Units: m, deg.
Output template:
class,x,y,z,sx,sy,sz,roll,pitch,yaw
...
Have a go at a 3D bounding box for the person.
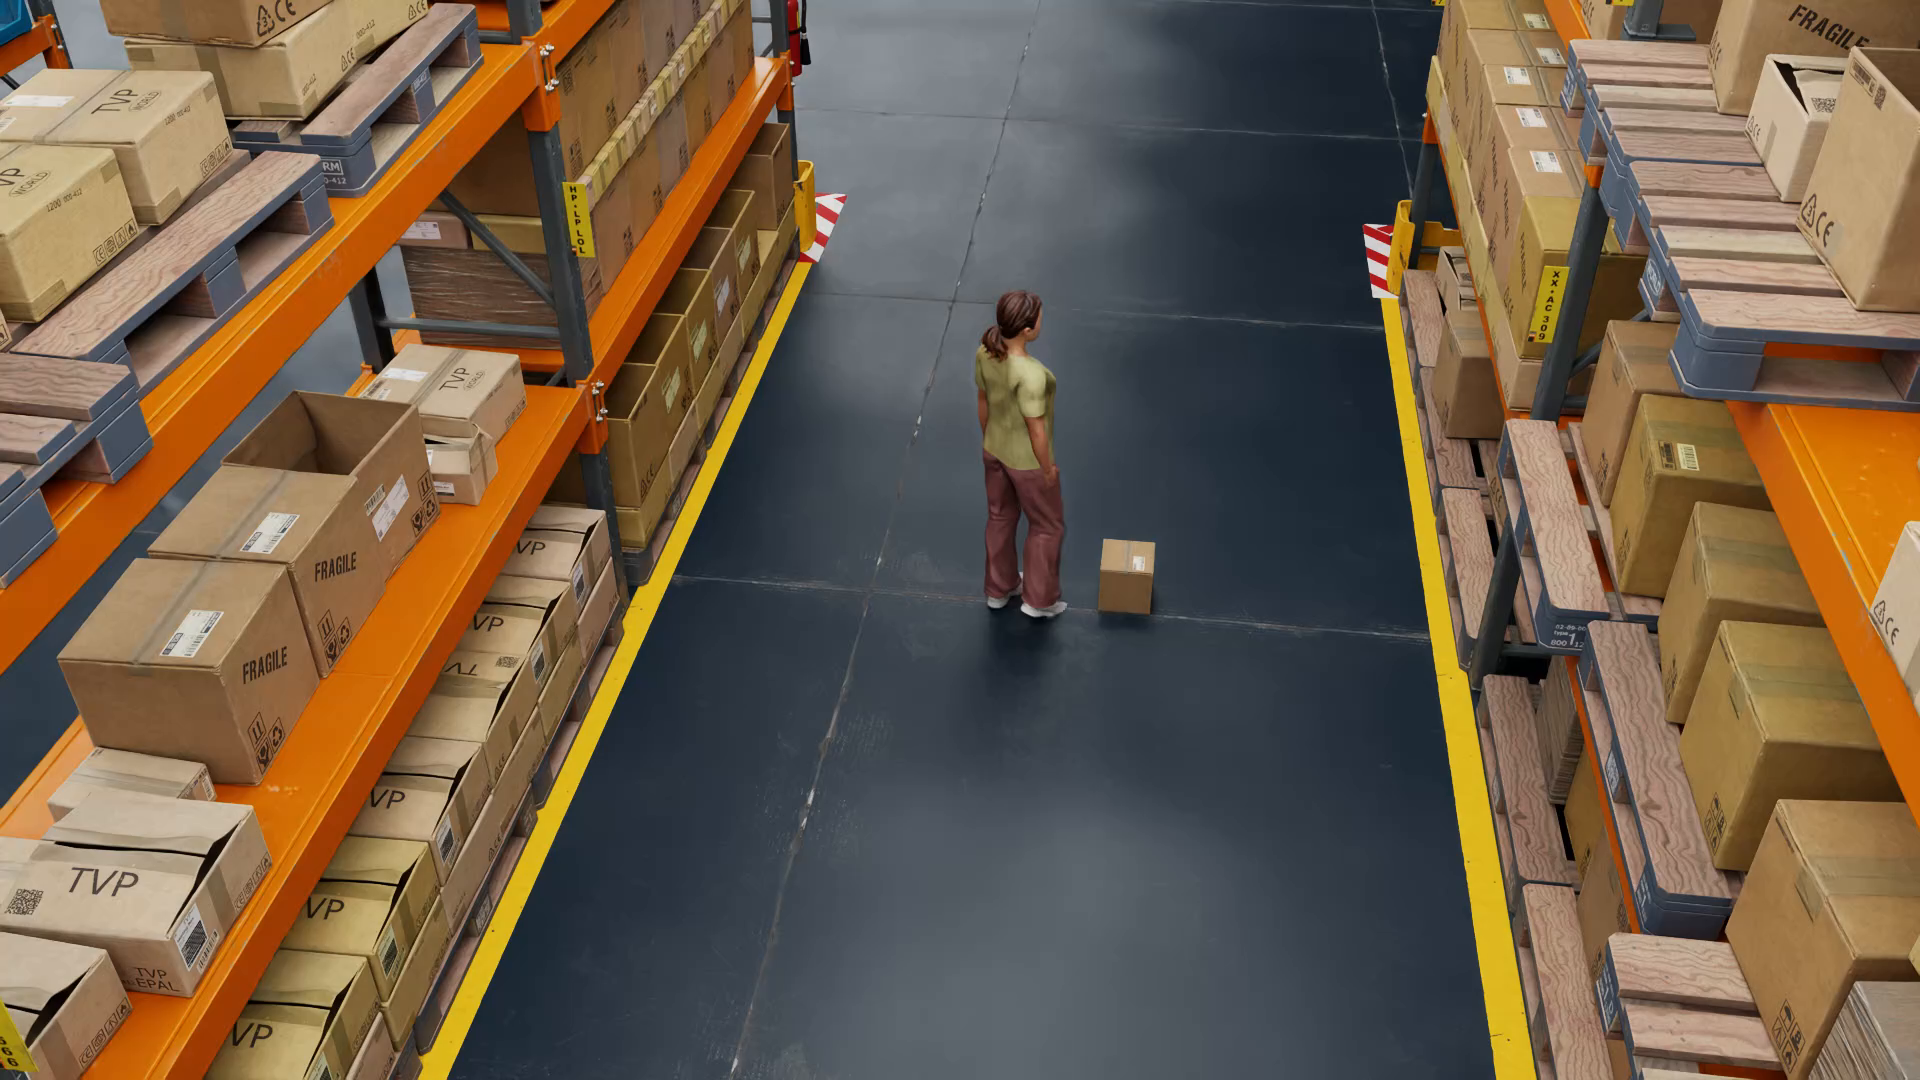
class,x,y,z,sx,sy,sz,roll,pitch,yaw
person,0.278,-0.359,7.571,0.417,1.748,0.458,-25,43,-30
